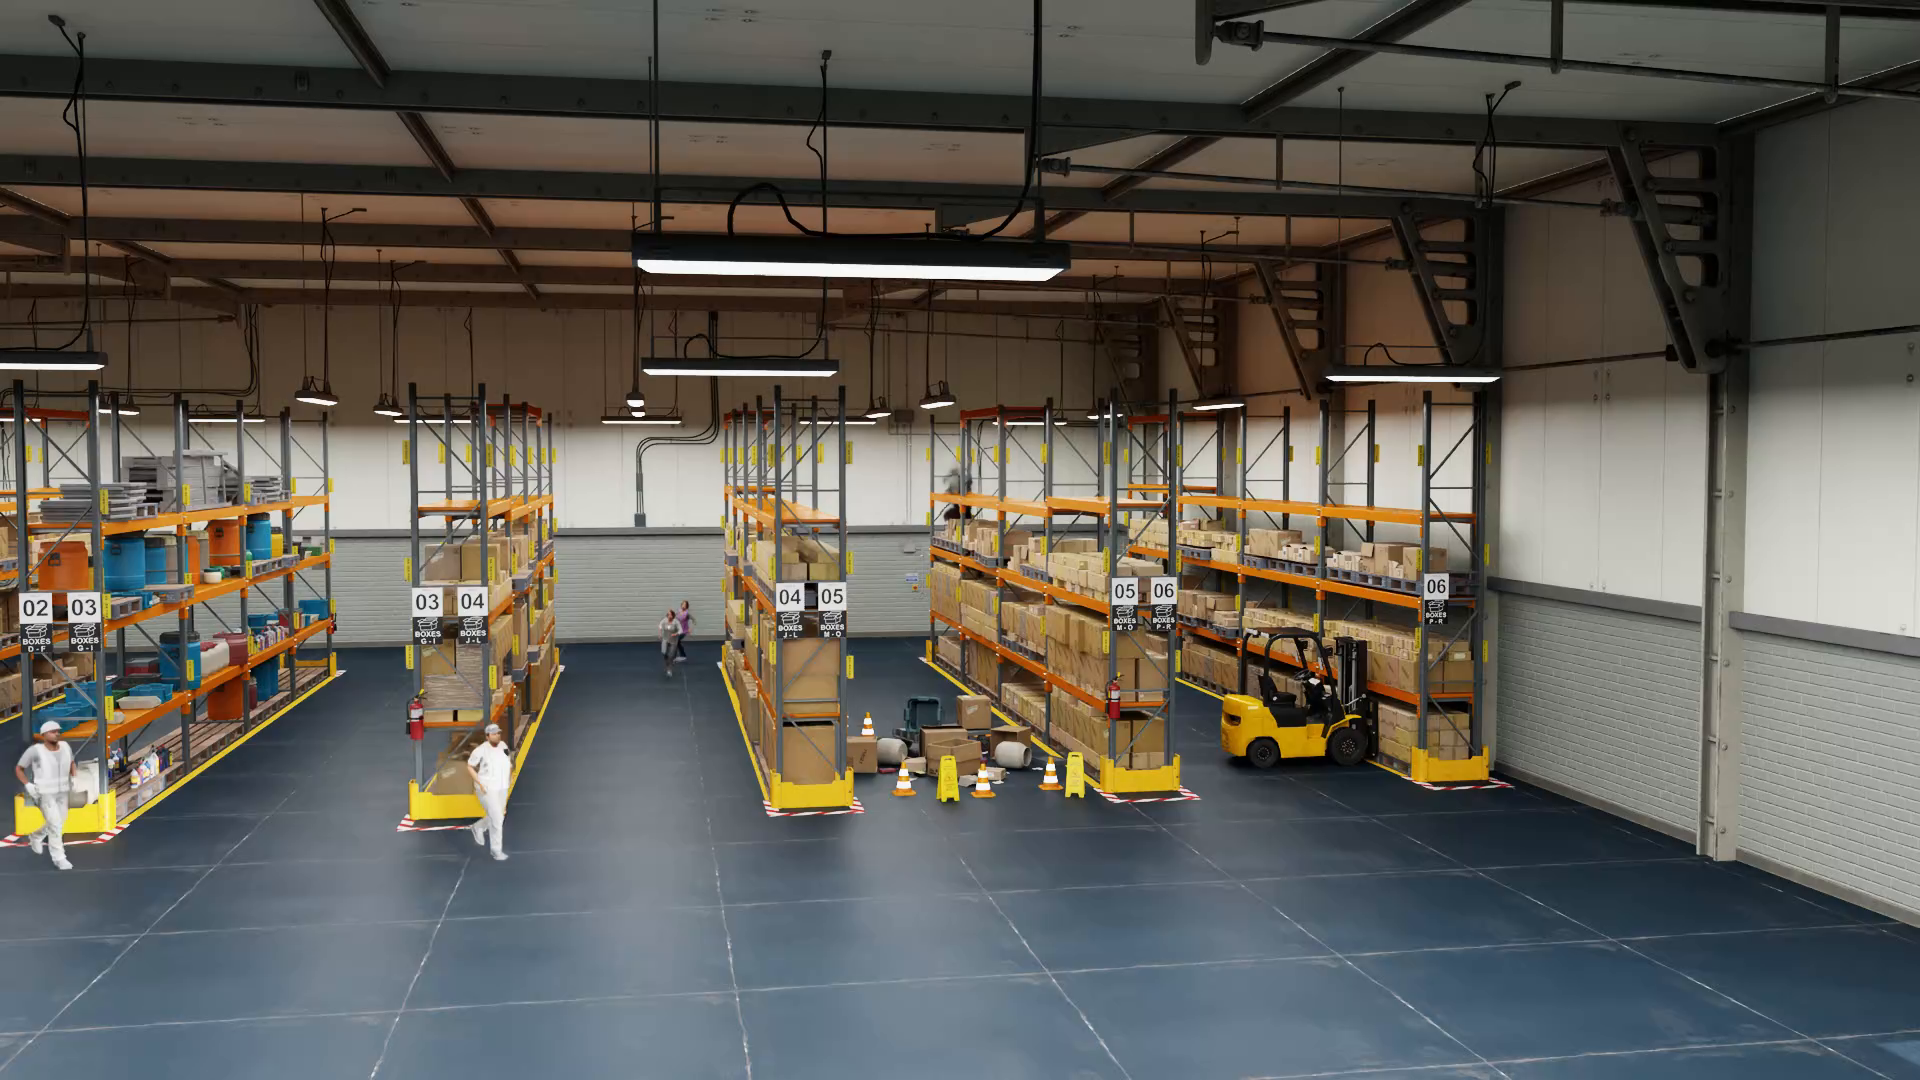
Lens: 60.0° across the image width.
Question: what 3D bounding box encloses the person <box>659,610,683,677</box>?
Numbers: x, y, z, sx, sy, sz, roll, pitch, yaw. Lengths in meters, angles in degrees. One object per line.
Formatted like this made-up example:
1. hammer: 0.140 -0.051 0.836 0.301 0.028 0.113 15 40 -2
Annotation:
1. person: -6.564 2.336 37.830 0.572 1.555 0.773 0 3 0

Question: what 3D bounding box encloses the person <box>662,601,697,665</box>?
1. person: -6.793 2.218 39.998 0.727 1.541 0.684 -2 4 -36

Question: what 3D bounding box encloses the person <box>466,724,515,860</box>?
1. person: -5.900 3.131 20.834 0.776 1.694 0.602 2 4 36

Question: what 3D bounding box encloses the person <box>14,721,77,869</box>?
1. person: -11.159 3.100 20.365 0.872 1.783 0.706 1 3 25
